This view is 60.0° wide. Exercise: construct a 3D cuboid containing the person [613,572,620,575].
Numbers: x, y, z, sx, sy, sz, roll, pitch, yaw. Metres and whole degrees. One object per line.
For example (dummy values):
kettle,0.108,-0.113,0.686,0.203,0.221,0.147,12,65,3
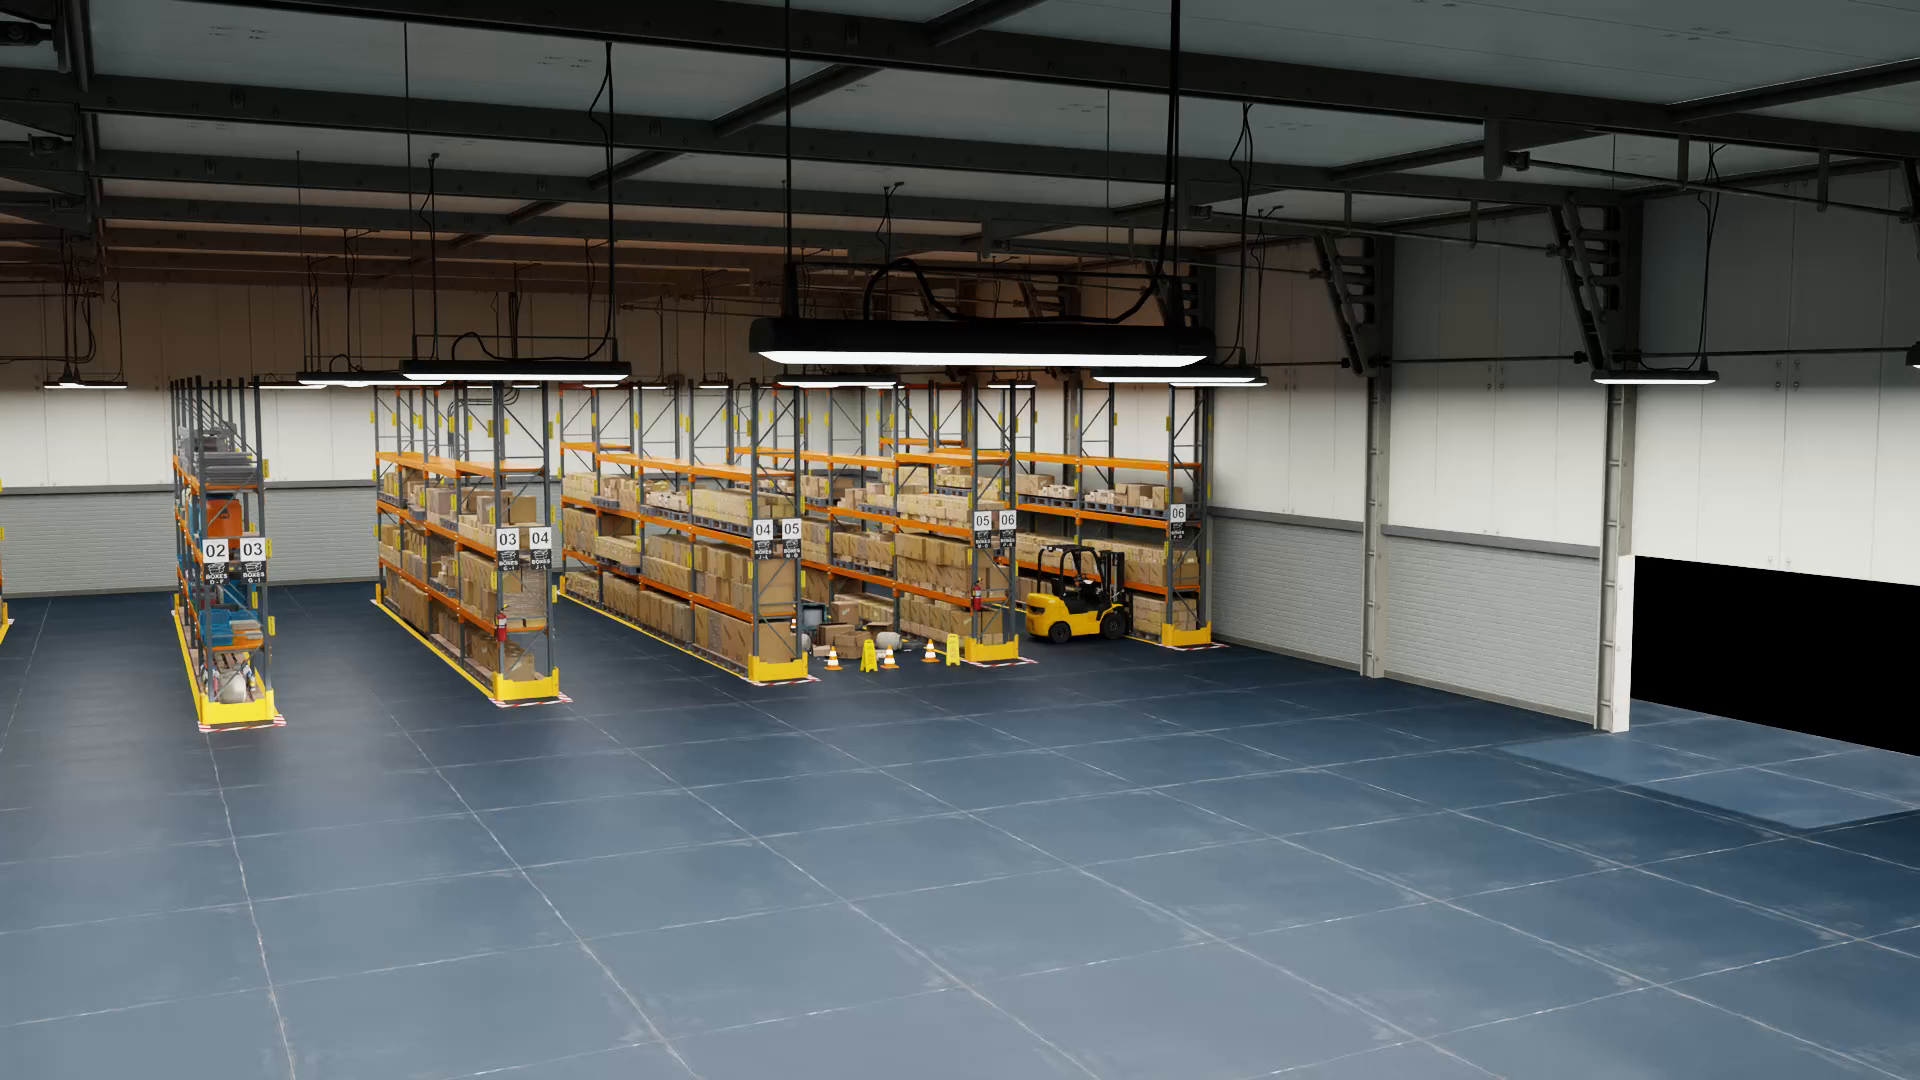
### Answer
person,-10.506,0.297,50.964,0.601,1.791,0.388,-2,6,-23
